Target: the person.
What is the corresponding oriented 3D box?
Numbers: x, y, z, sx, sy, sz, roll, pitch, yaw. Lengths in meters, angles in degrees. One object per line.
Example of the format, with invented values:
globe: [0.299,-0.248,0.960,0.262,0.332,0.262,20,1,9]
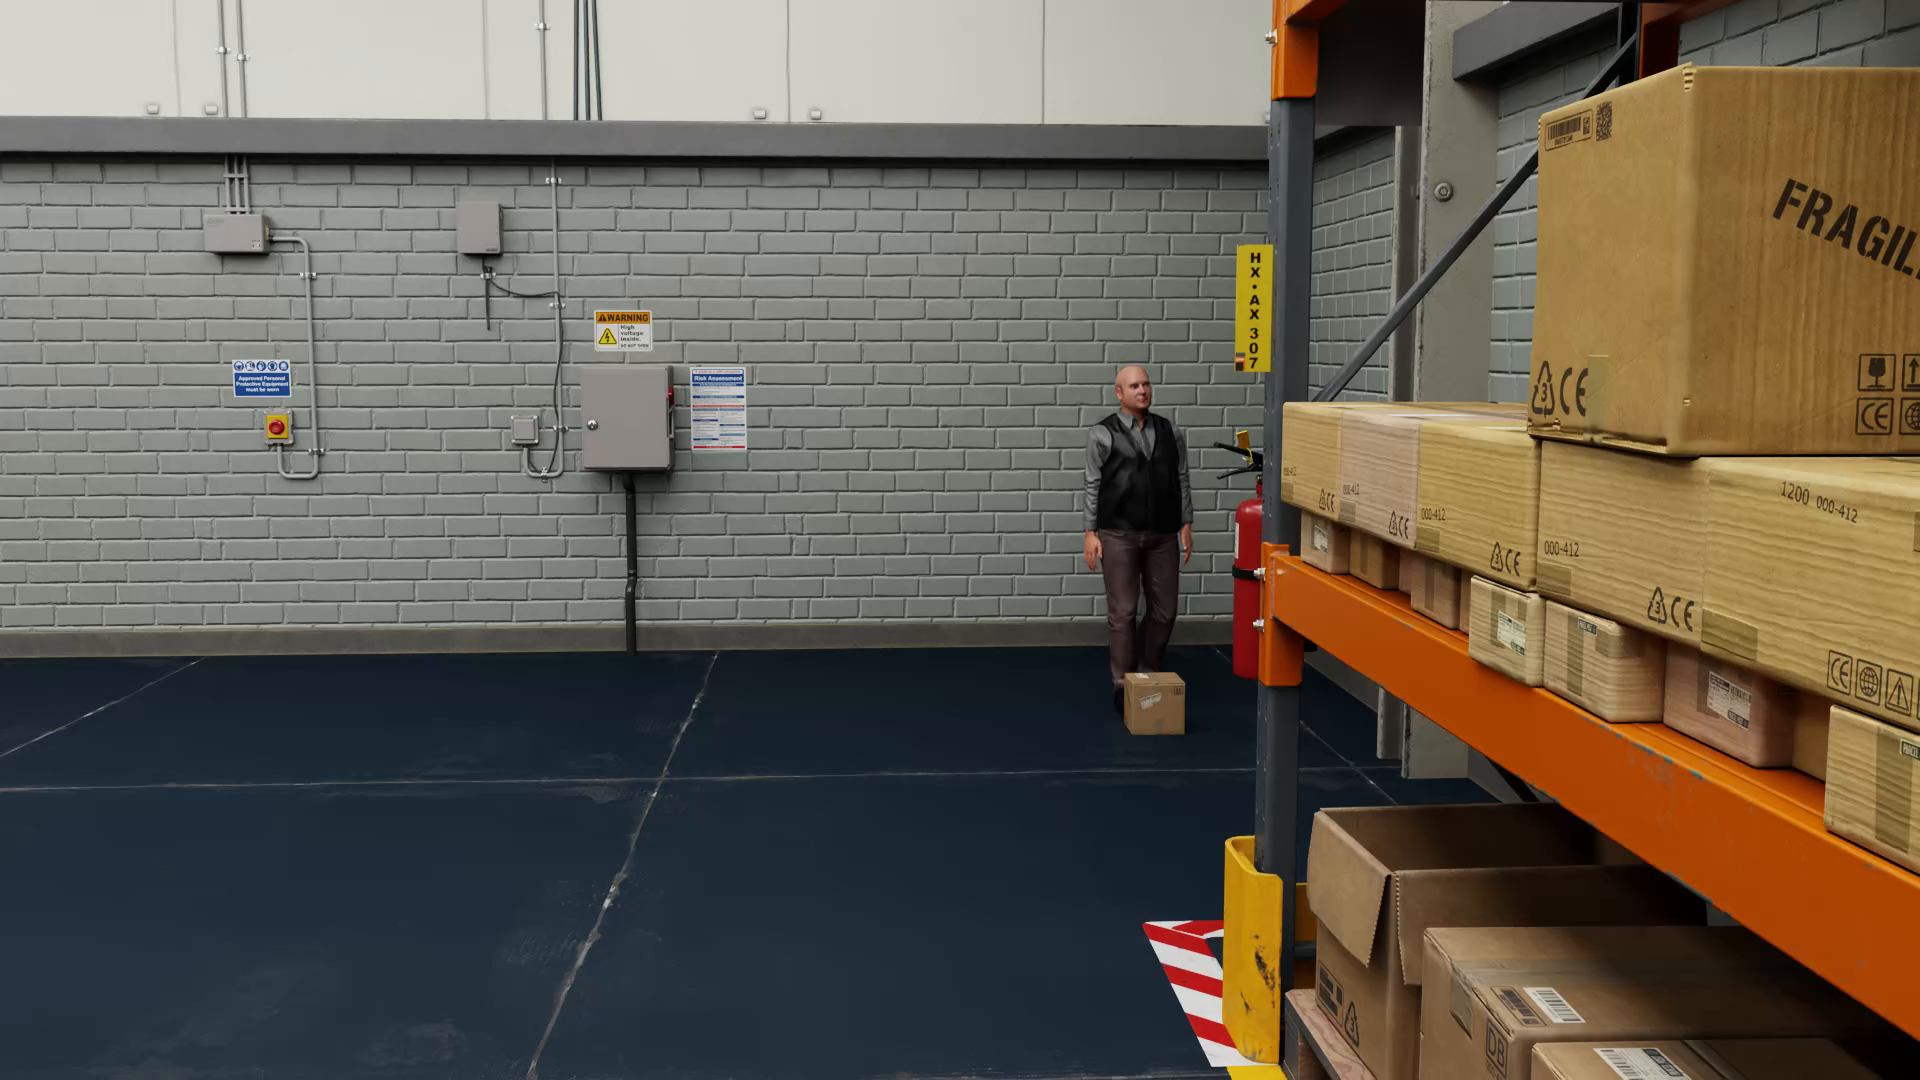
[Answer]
person: [0.904,-0.014,8.388,0.561,1.722,0.448,-2,7,-14]
